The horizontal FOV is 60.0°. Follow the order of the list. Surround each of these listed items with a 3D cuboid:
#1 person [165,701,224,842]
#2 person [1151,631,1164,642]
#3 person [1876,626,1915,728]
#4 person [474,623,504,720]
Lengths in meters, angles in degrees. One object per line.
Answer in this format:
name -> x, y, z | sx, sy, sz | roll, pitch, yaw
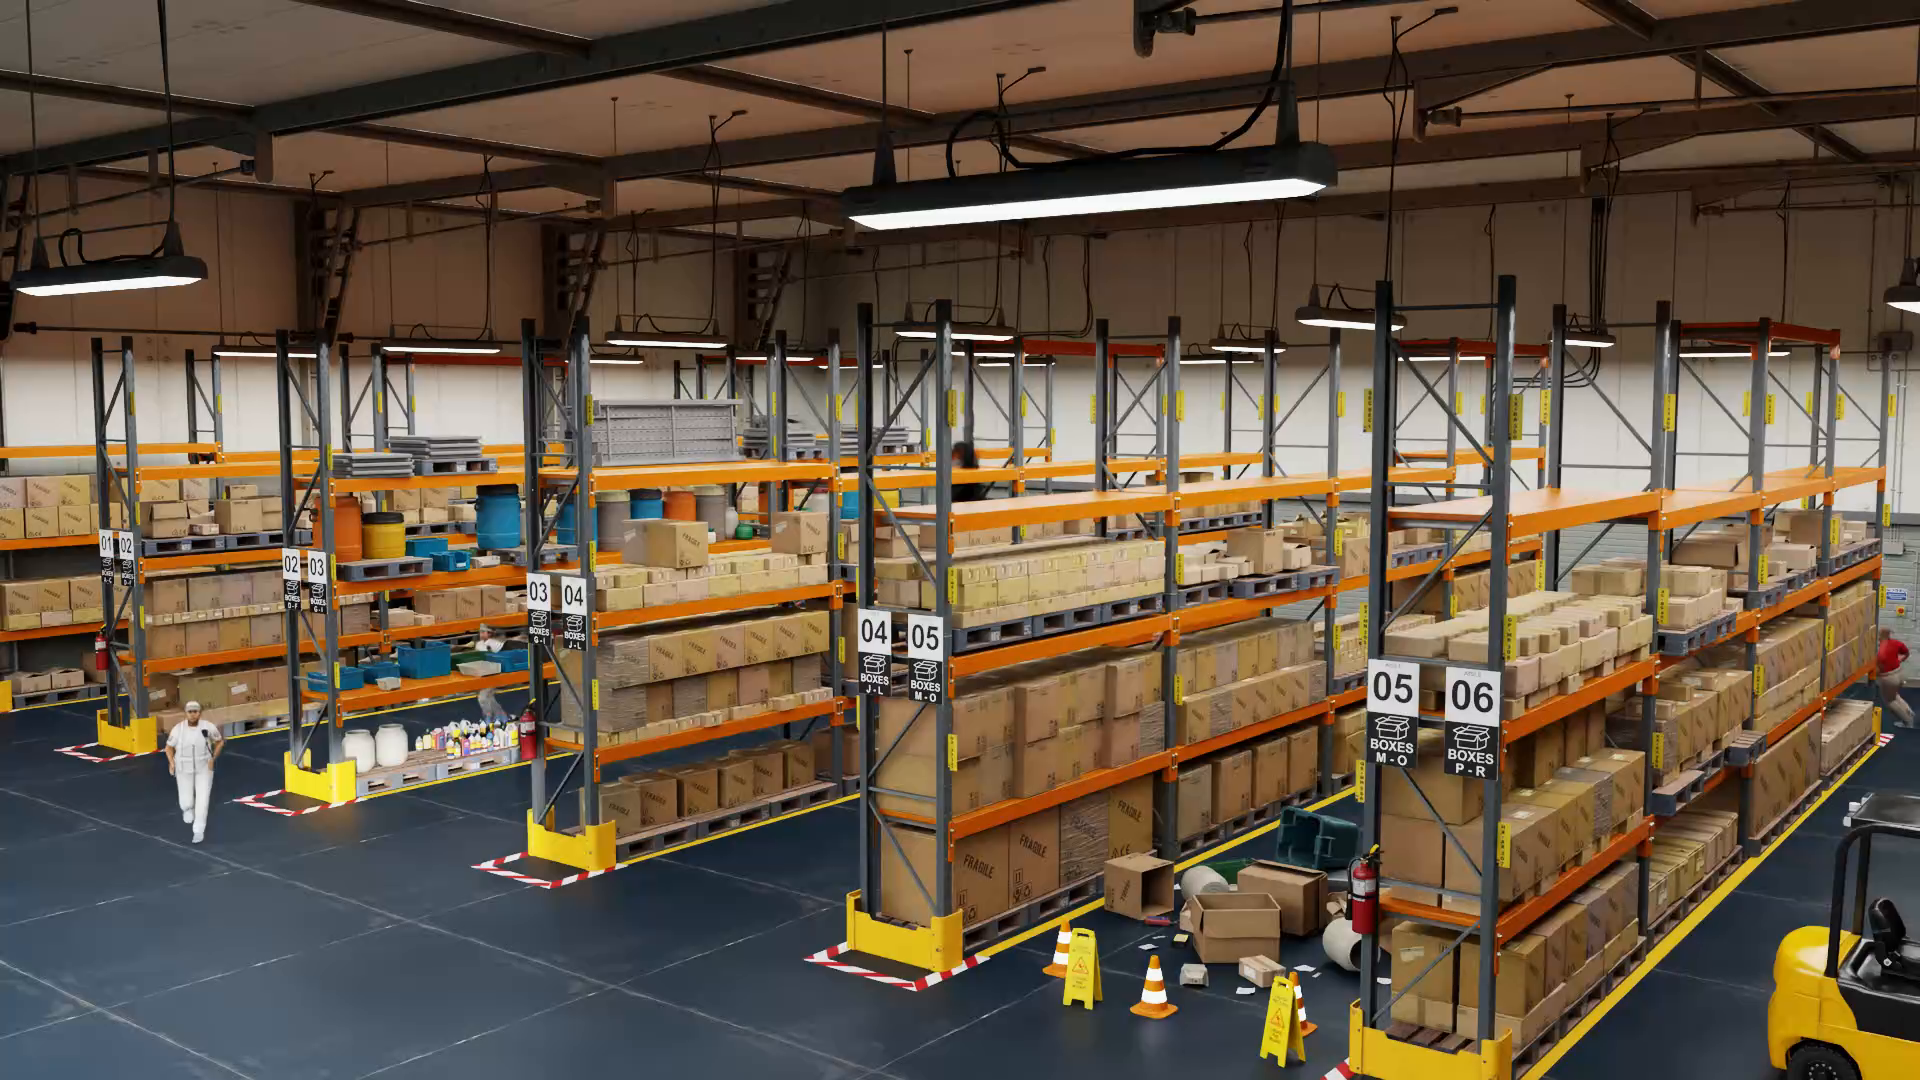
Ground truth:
person -> -8.945, 2.684, 19.463 | 0.623, 1.637, 0.603 | -2, 5, -24
person -> 2.649, 2.077, 22.156 | 0.721, 1.807, 0.826 | 4, 6, 40
person -> 14.426, 2.121, 25.796 | 0.845, 1.602, 0.523 | -2, 6, -25
person -> -7.205, 2.126, 25.399 | 0.590, 1.734, 0.726 | 3, 6, 35
